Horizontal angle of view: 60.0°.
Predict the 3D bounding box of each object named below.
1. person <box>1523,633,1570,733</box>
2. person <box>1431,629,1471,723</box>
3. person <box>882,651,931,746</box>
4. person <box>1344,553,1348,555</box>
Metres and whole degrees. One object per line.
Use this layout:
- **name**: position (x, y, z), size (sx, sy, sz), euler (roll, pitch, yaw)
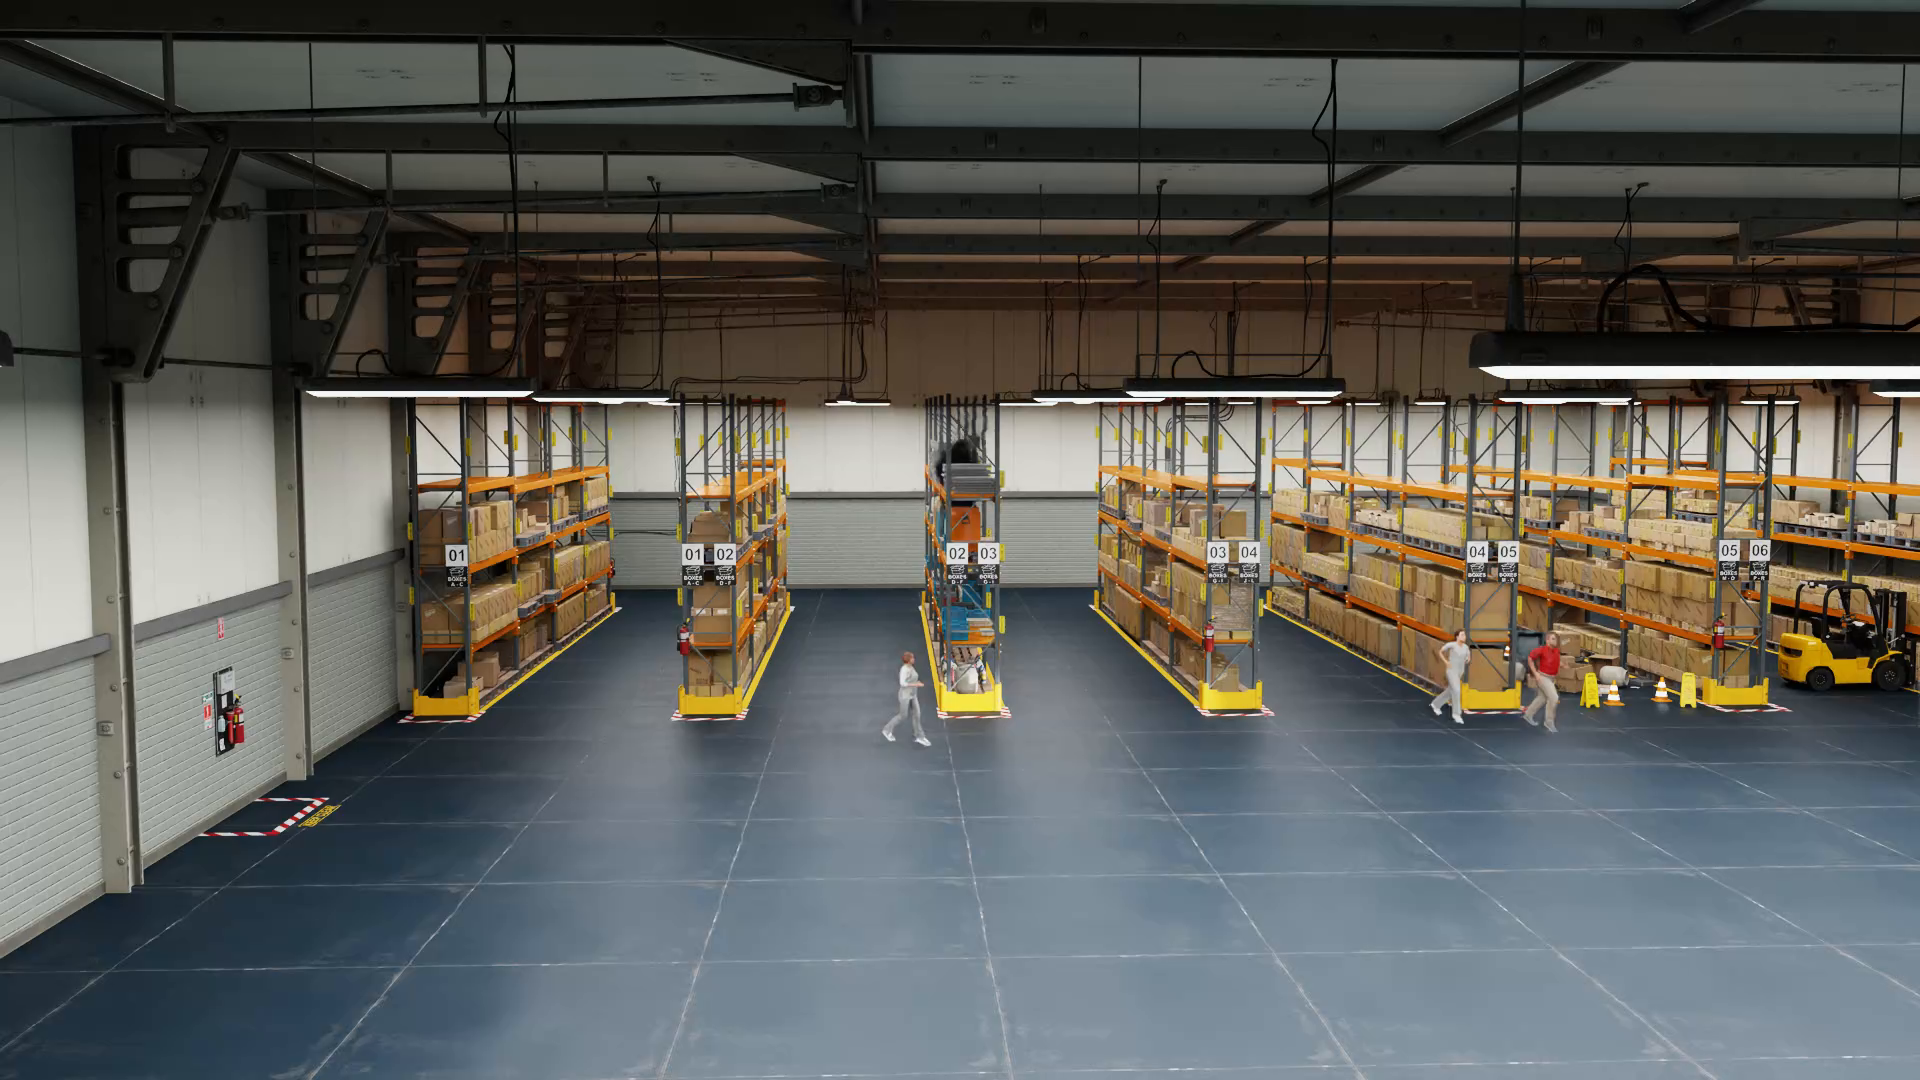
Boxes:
- **person**: position (10.439, 2.534, 29.653), size (0.624, 1.779, 0.855), euler (-4, 6, -42)
- **person**: position (9.151, 2.476, 30.749), size (0.576, 1.693, 0.884), euler (-2, 5, -28)
- **person**: position (-0.913, 2.678, 28.182), size (0.868, 1.606, 0.541), euler (2, 5, 22)
- **person**: position (10.965, 1.138, 47.360), size (0.610, 1.640, 0.906), euler (-1, 5, -18)
